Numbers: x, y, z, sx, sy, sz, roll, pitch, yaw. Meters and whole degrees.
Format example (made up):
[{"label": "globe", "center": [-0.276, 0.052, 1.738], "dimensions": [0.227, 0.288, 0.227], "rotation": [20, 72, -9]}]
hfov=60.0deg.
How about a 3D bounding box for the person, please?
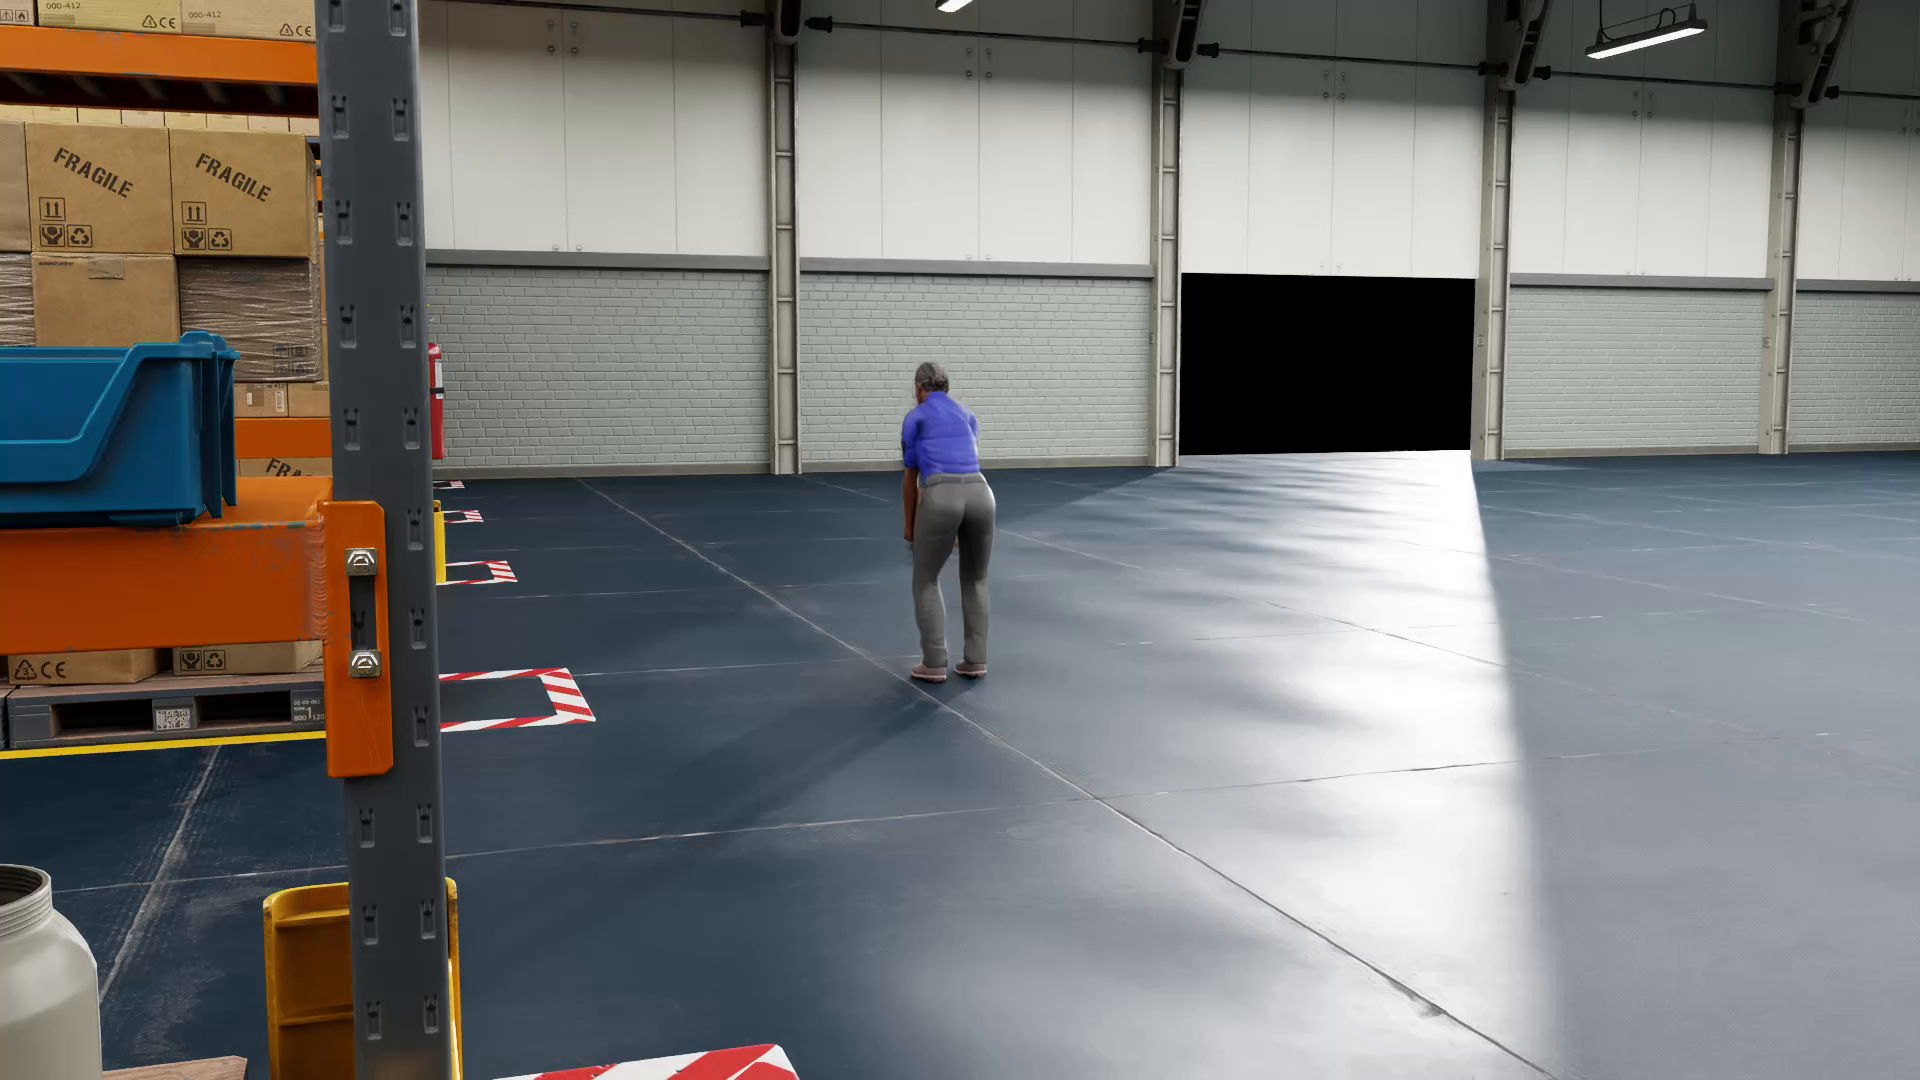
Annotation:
[{"label": "person", "center": [-0.072, -0.100, 8.142], "dimensions": [0.406, 1.551, 0.595], "rotation": [-2, 6, -20]}]
